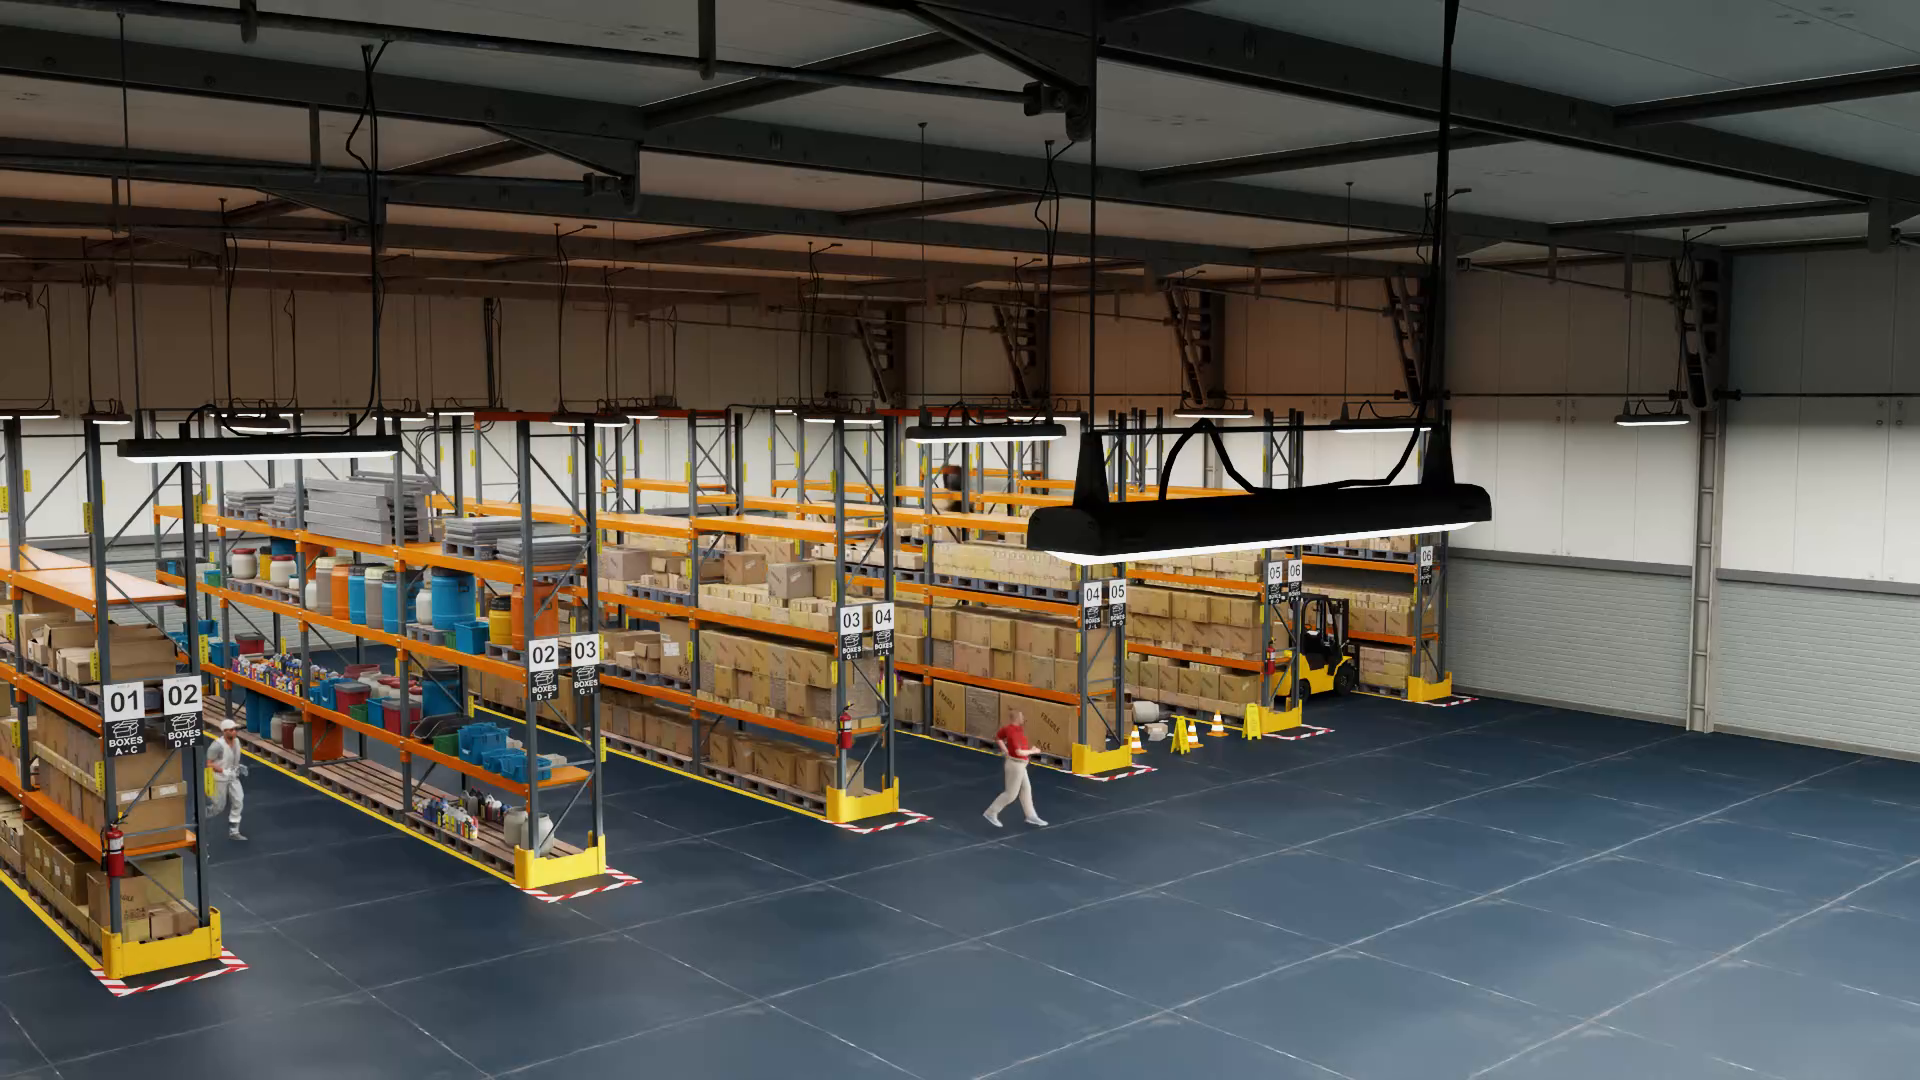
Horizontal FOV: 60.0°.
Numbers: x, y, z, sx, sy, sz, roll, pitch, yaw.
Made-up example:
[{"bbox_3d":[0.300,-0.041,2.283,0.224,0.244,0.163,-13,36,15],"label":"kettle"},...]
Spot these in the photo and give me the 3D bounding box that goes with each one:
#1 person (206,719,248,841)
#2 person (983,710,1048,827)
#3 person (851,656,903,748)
[{"bbox_3d":[-10.498,3.391,23.605,0.889,1.746,0.668,2,6,25],"label":"person"},{"bbox_3d":[0.809,3.323,24.151,0.956,1.731,0.651,0,5,-2],"label":"person"},{"bbox_3d":[-1.523,2.876,29.891,1.002,1.690,0.457,0,5,-4],"label":"person"}]
